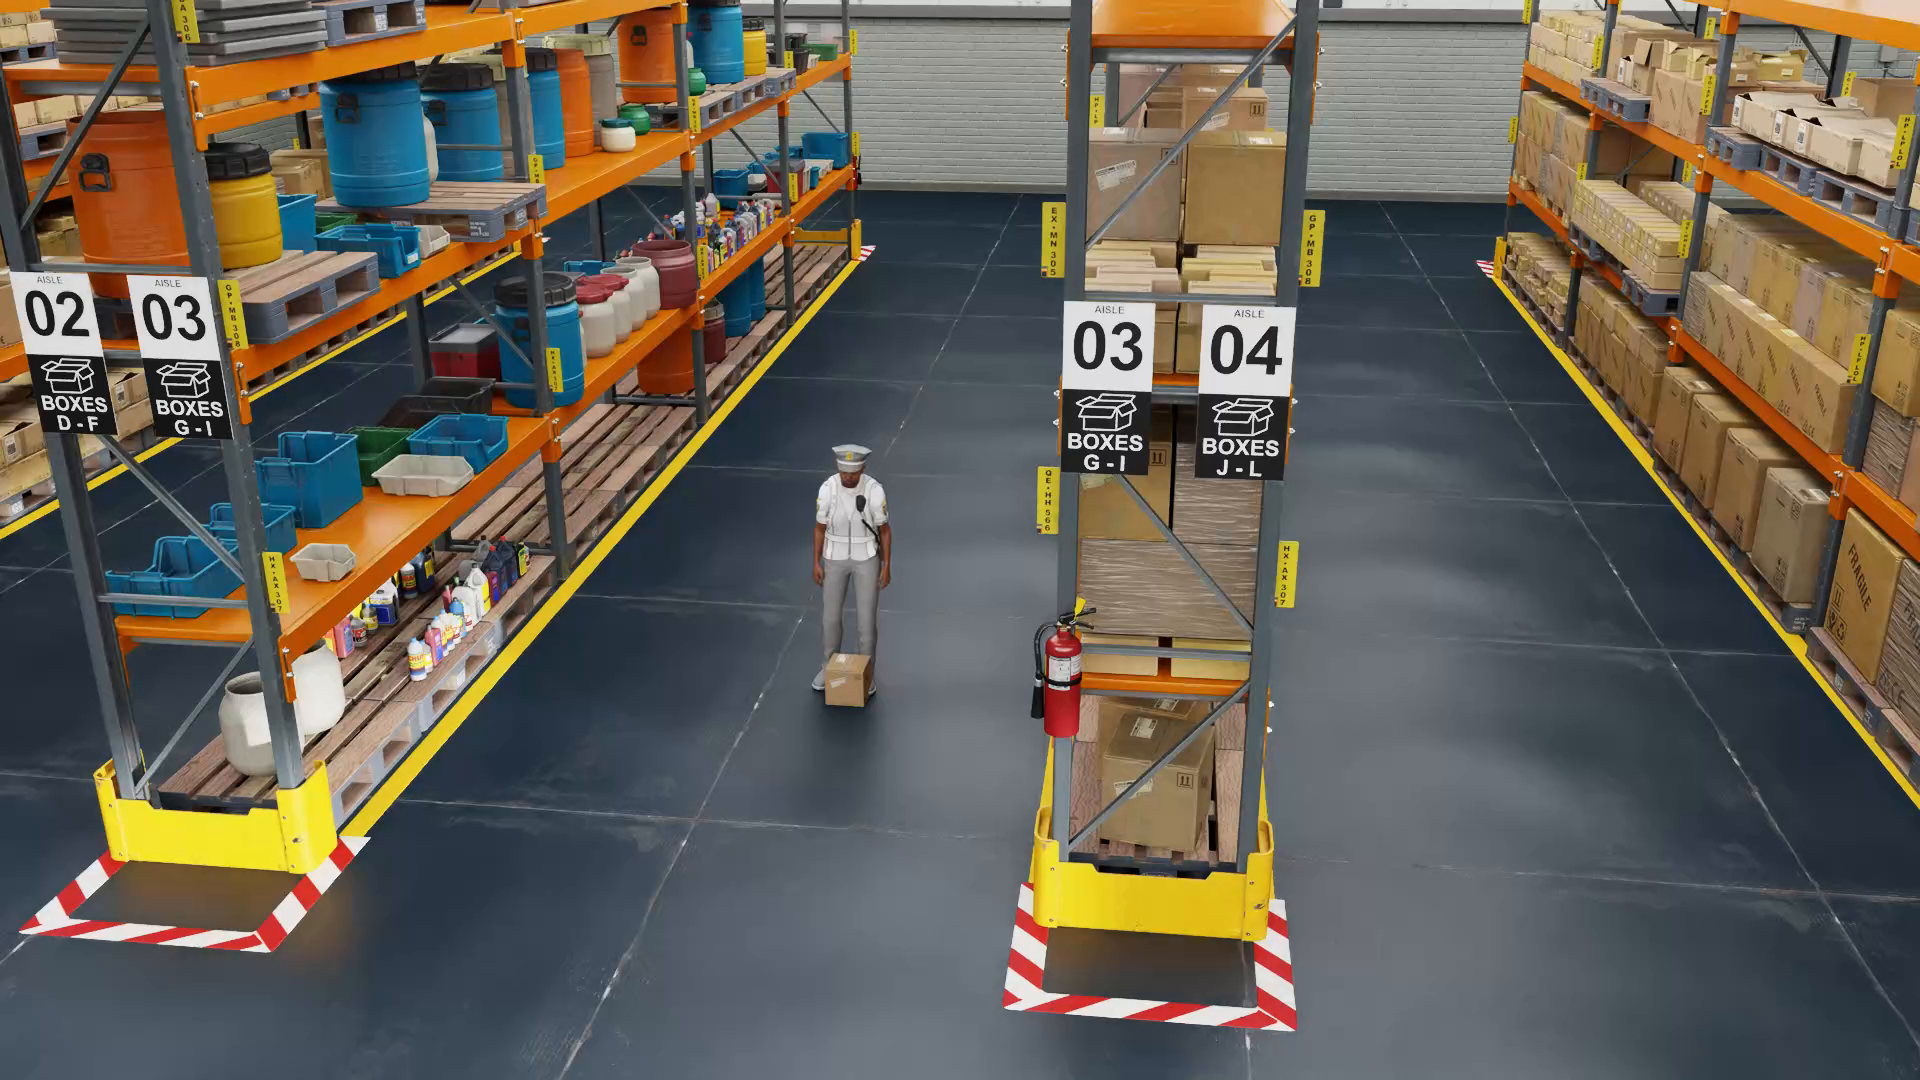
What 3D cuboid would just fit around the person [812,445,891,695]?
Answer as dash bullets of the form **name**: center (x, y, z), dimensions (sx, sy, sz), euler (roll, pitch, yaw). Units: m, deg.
- **person**: center (-0.702, 0.167, 10.659), dimensions (0.523, 1.658, 0.418), euler (2, 21, 5)
